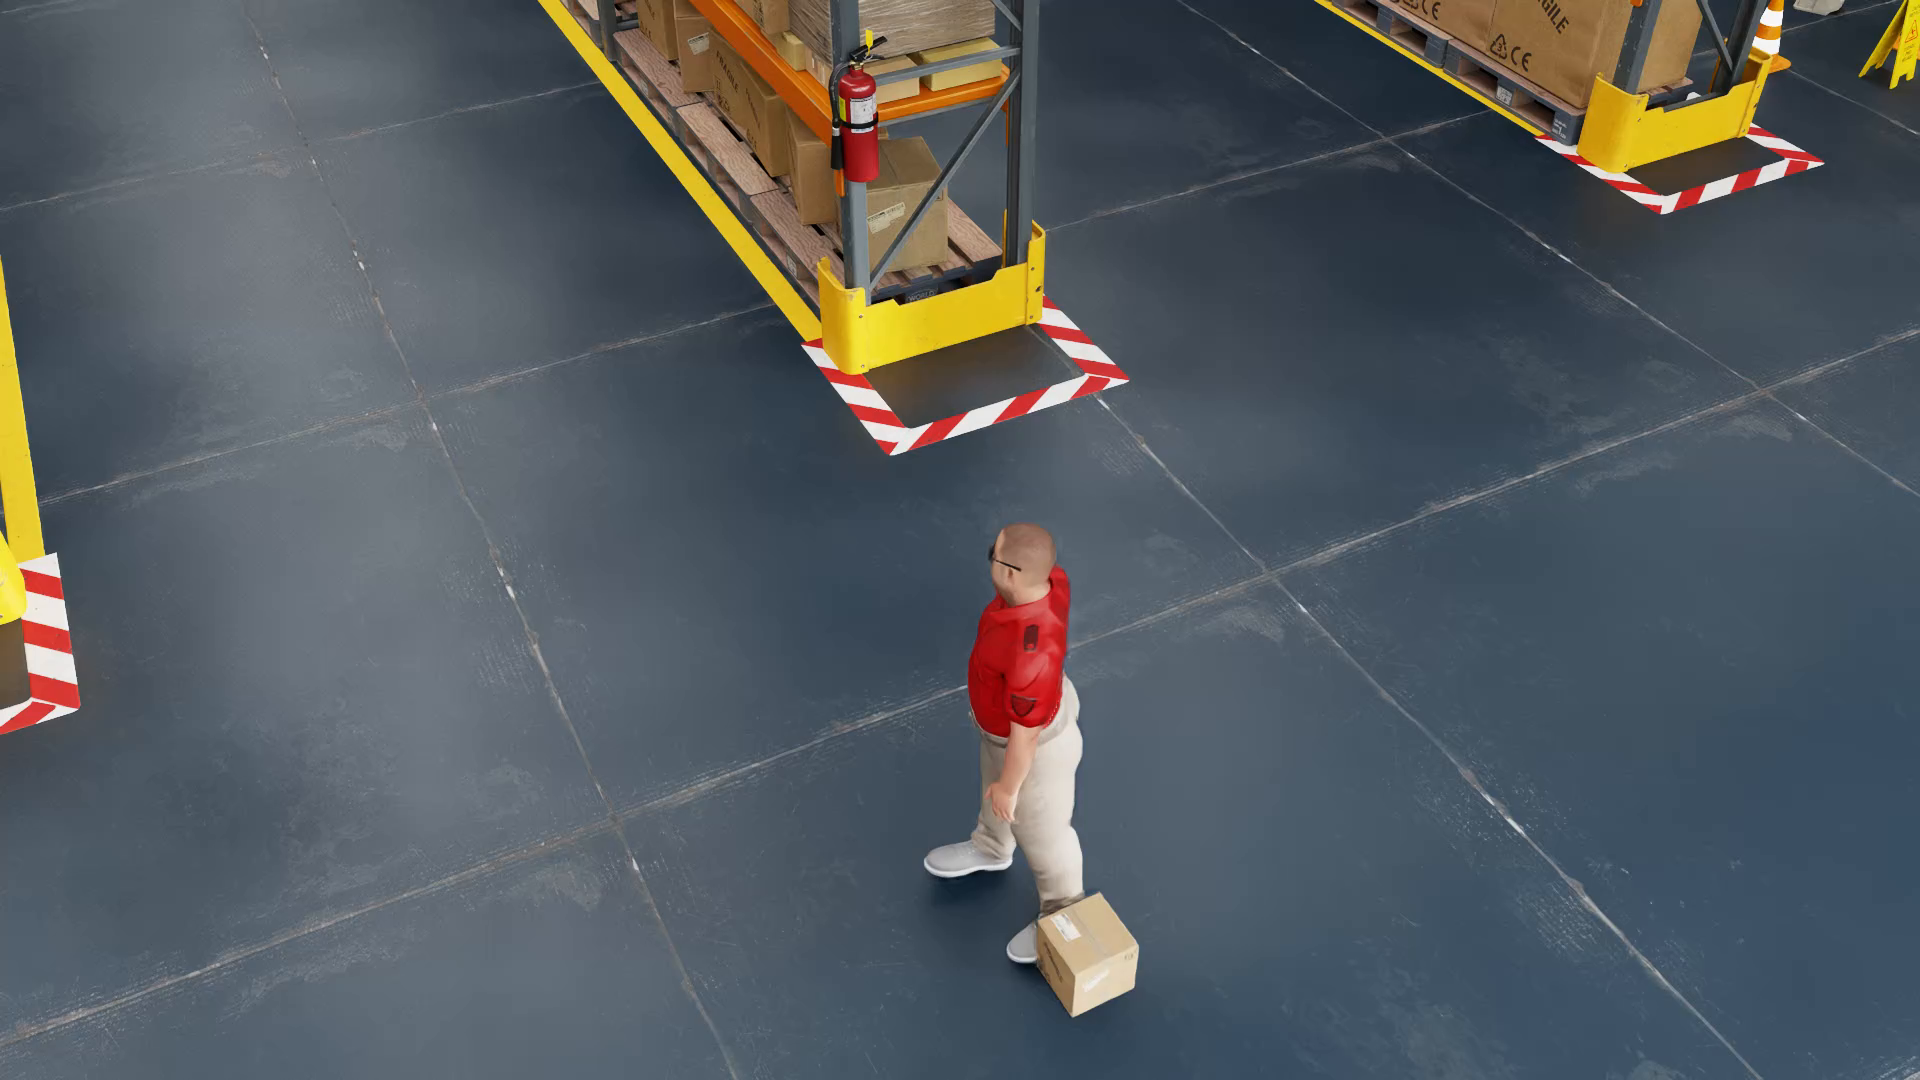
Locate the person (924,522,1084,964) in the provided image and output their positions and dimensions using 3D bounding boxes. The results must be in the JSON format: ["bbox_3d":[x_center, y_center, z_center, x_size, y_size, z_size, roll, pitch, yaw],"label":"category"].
[{"bbox_3d":[0.155,0.620,5.424,0.572,1.725,0.623,0,41,0],"label":"person"}]
